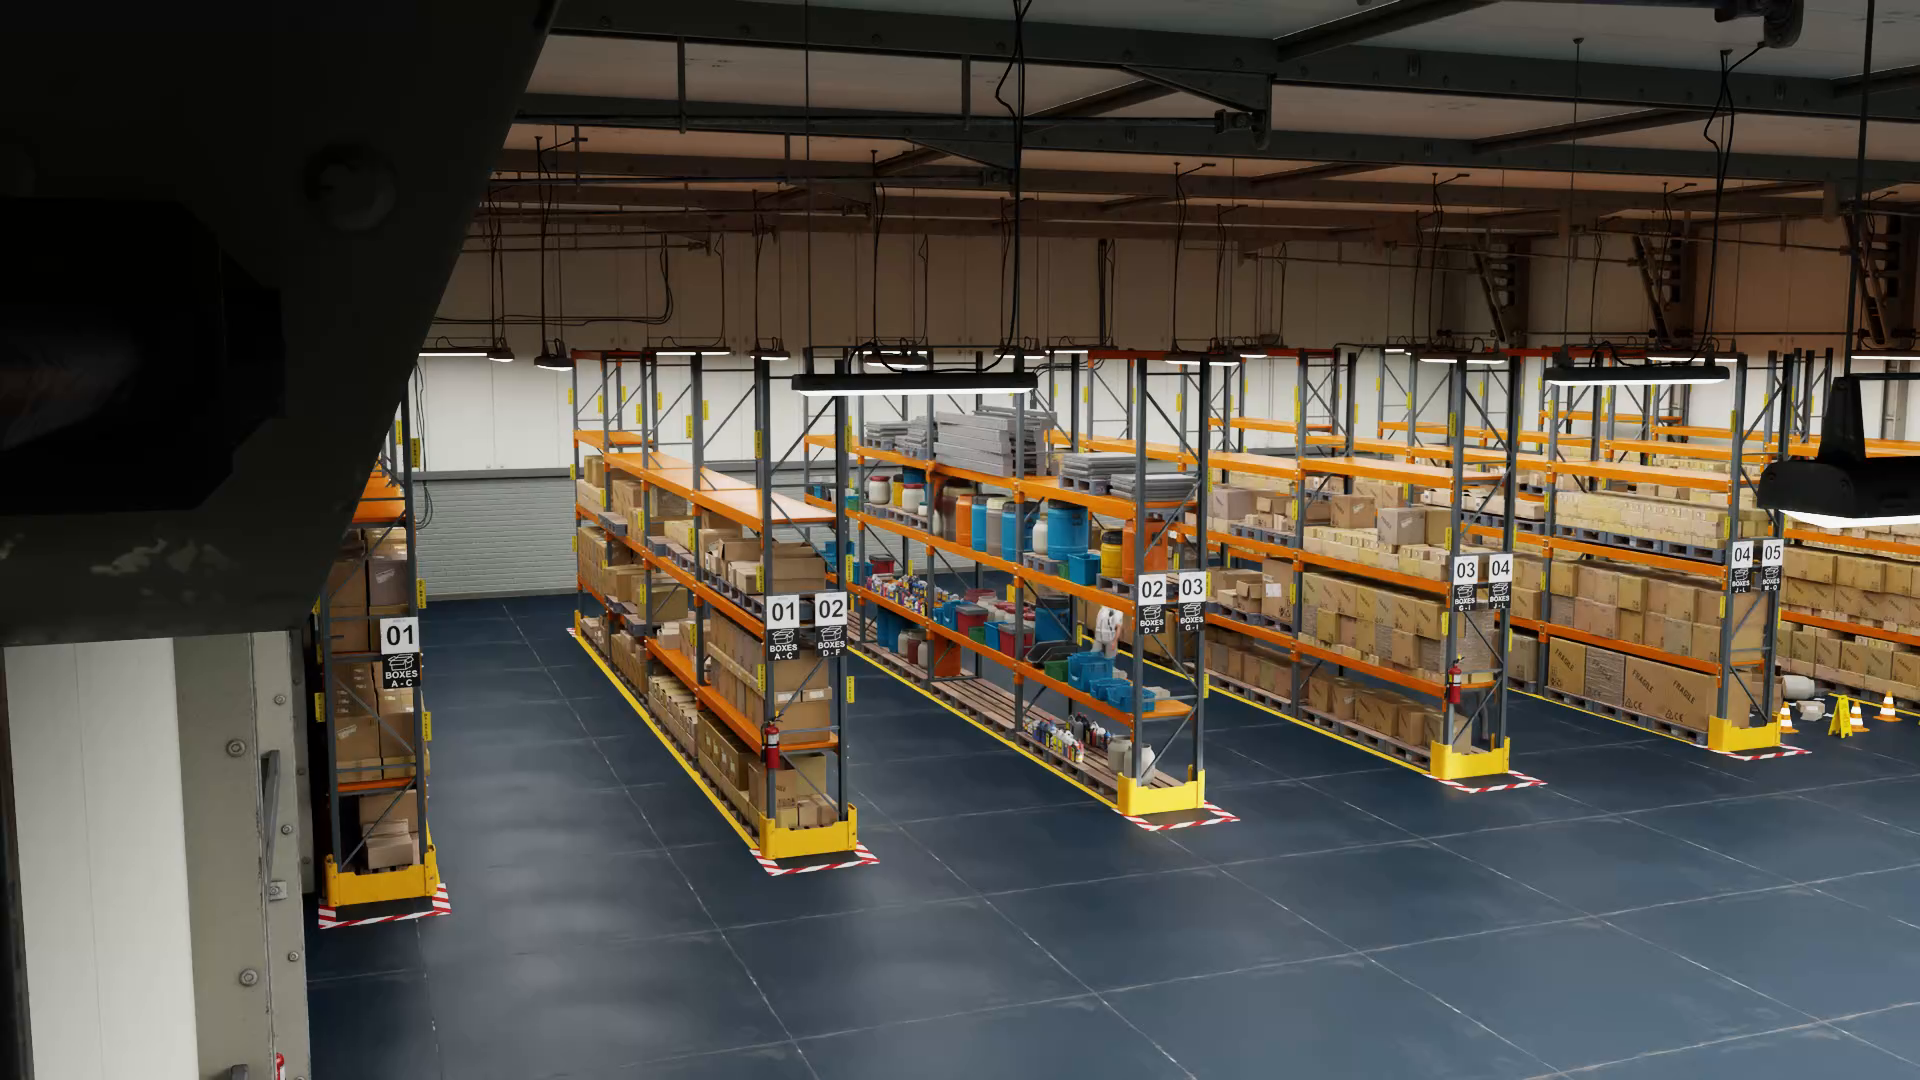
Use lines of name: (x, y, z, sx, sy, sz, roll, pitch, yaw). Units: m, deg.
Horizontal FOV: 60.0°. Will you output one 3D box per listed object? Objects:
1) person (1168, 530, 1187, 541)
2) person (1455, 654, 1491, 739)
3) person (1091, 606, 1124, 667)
person: (5.335, 0.348, 41.047, 0.576, 1.766, 0.609, -4, 8, -27)
person: (8.061, 2.263, 26.098, 0.564, 1.676, 0.396, 4, 8, 27)
person: (2.600, 1.783, 29.365, 0.566, 1.799, 0.519, 4, 8, 30)
